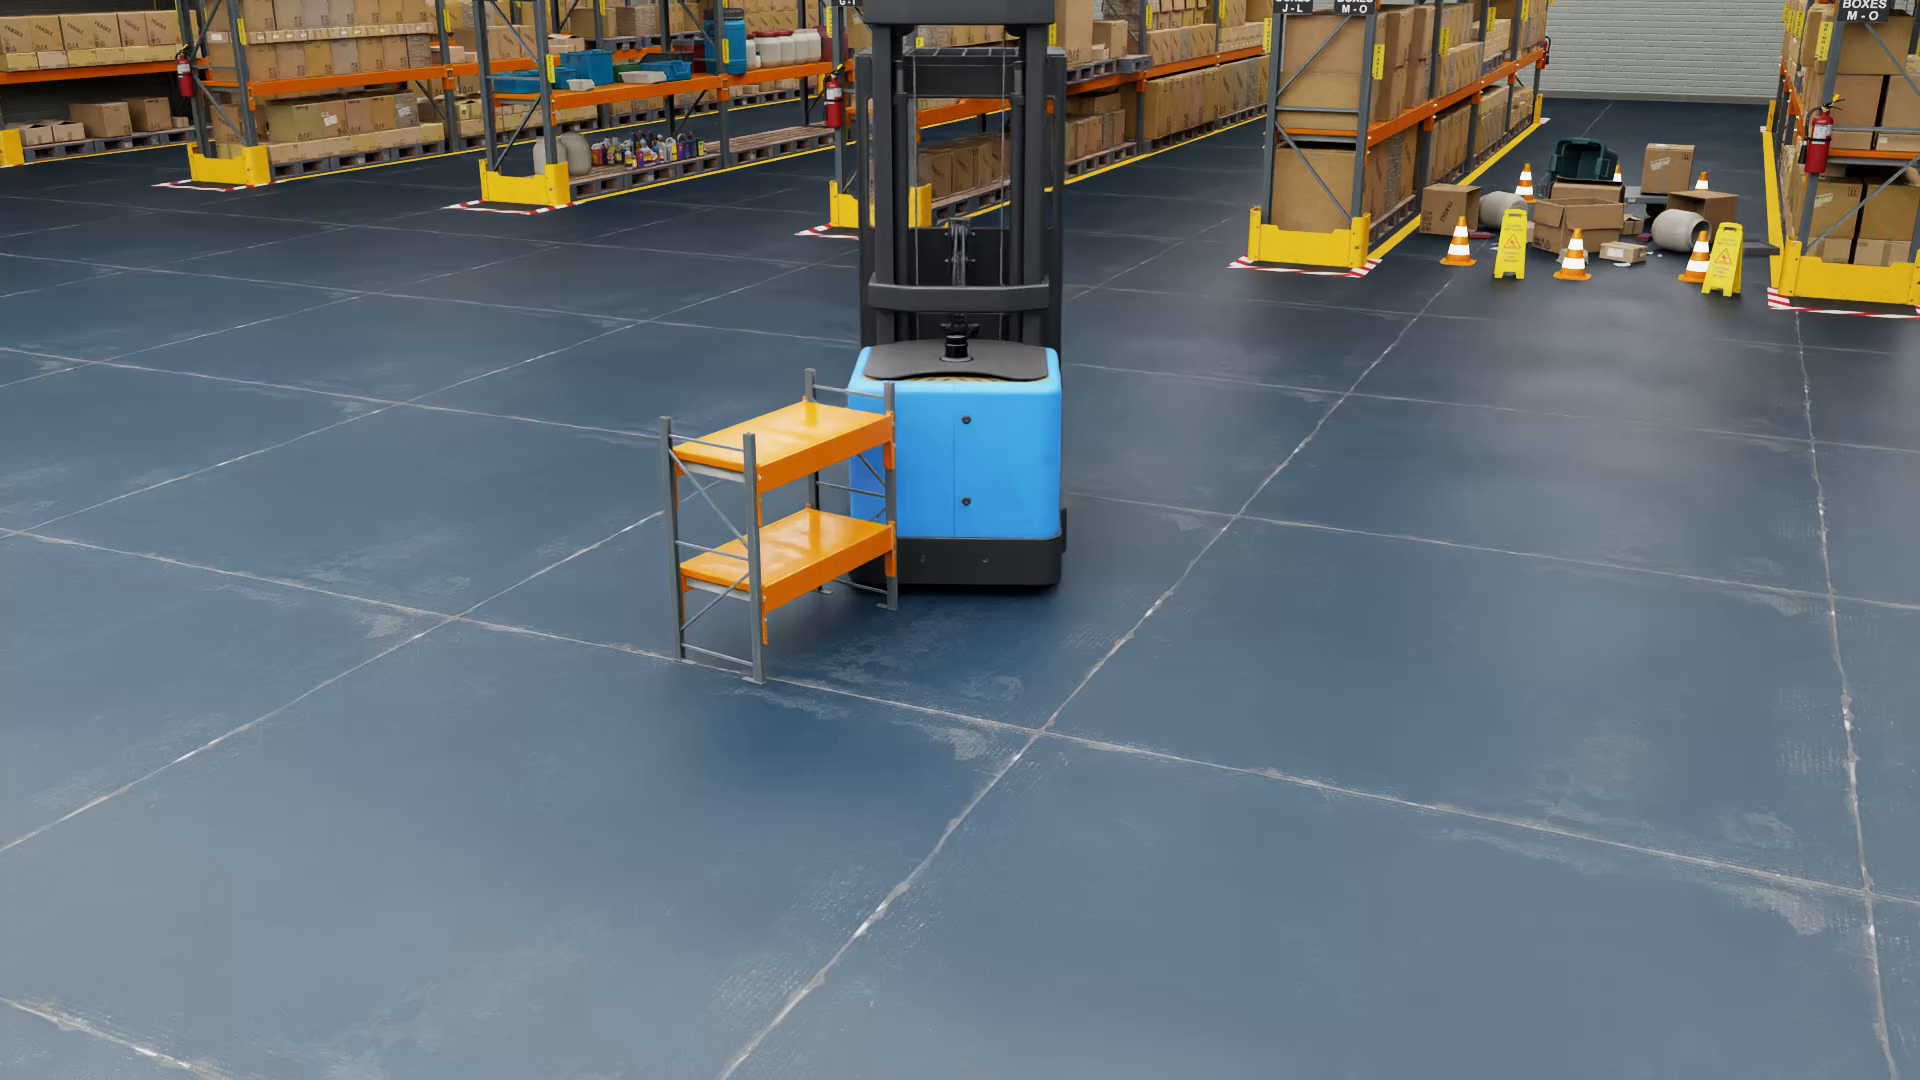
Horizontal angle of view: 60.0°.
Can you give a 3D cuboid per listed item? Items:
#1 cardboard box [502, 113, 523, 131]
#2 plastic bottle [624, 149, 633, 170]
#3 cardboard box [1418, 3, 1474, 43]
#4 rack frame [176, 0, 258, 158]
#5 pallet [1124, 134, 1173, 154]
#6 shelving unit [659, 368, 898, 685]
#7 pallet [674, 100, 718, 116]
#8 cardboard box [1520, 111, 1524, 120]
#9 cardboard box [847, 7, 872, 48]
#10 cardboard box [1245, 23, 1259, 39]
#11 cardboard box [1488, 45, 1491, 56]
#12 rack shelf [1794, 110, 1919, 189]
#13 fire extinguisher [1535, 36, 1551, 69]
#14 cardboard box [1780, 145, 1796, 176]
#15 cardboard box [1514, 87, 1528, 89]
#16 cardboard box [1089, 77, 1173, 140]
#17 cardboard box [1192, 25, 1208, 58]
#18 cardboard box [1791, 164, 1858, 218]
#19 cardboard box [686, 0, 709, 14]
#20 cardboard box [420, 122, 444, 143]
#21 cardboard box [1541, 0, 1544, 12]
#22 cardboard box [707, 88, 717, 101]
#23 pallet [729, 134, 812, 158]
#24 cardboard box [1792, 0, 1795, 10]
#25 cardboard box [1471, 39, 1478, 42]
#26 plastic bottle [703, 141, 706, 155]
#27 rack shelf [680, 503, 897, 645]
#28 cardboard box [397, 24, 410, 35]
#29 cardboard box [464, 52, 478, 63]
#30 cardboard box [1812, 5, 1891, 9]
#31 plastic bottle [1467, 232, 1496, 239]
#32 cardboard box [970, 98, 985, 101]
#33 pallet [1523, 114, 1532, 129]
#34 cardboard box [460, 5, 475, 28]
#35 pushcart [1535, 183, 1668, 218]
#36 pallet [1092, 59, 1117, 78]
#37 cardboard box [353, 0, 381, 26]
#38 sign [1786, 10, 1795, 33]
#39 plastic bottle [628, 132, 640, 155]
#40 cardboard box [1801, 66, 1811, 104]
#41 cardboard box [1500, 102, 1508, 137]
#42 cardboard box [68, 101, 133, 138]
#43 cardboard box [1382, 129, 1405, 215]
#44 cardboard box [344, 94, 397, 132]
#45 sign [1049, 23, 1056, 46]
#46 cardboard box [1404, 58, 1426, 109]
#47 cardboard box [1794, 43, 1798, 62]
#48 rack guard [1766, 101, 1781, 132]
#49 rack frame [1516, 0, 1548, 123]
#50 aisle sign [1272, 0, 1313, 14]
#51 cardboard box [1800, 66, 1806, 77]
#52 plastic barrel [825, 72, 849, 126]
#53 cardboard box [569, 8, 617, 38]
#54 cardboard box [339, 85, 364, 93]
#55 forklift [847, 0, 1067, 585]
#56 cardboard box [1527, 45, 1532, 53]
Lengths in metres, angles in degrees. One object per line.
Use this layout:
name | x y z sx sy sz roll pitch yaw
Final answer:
cardboard box | -7.525 -6.864 27.270 0.500 0.250 0.500 8 21 21
plastic bottle | -4.430 -5.087 22.212 0.097 0.271 0.097 0 20 0
cardboard box | 6.629 -7.091 22.789 0.700 0.500 0.500 8 21 22
rack frame | -9.974 -6.335 22.305 1.000 3.000 0.127 9 21 23
pallet | 2.730 -6.337 26.472 1.003 0.211 1.213 9 21 23
shelving unit | -0.790 -0.094 7.553 0.538 1.125 1.048 12 23 30
pallet | -5.358 -8.435 32.373 1.003 0.211 1.213 9 21 23
cardboard box | 9.606 -7.413 28.964 0.380 0.149 0.250 9 21 24
cardboard box | -0.938 -5.835 18.813 0.500 0.500 0.500 9 21 23
cardboard box | 5.241 -9.440 30.815 0.500 0.250 0.500 8 21 21
cardboard box | 7.625 -7.226 24.559 0.380 0.149 0.250 9 22 24
rack shelf | 8.922 -3.887 16.495 1.077 0.370 4.000 9 21 23
fire extinguisher | 10.622 -8.955 30.346 0.296 0.674 0.183 9 21 23
cardboard box | 11.139 -4.849 21.421 0.950 0.372 0.625 7 21 19
cardboard box | 9.957 -8.023 29.793 0.380 0.149 0.250 9 21 24
cardboard box | 2.640 -6.825 26.227 1.225 0.875 0.875 8 21 20
cardboard box | 3.825 -8.359 27.847 0.500 0.500 0.500 9 22 24
cardboard box | 8.617 -3.464 16.591 0.500 0.500 0.500 8 21 21
cardboard box | -5.089 -10.711 32.970 0.500 0.500 0.500 9 21 23
cardboard box | -8.326 -6.288 25.650 0.500 0.250 0.500 9 21 23
cardboard box | 9.930 -9.483 29.073 0.500 0.500 0.500 8 21 21
cardboard box | -5.001 -8.842 32.430 0.500 0.500 0.500 8 21 22
pallet | -3.034 -6.183 26.038 1.003 0.211 1.213 9 21 23
cardboard box | 13.374 -8.294 26.173 0.500 0.500 0.500 9 21 23
cardboard box | 7.203 -7.048 23.615 0.380 0.149 0.250 10 22 25
plastic bottle | -3.683 -5.612 23.792 0.097 0.201 0.097 0 20 0
rack shelf | -0.790 0.137 7.635 0.538 0.278 1.000 12 23 30
cardboard box | -8.460 -7.642 24.863 0.380 0.149 0.250 8 21 21
cardboard box | -7.787 -7.682 26.468 0.380 0.149 0.250 9 21 23
cardboard box | 9.134 -5.238 17.135 0.700 0.500 0.500 9 21 23
plastic bottle | 5.745 -3.355 18.313 0.283 0.061 0.133 1 20 4
cardboard box | 0.099 -5.356 19.926 0.380 0.149 0.250 9 21 23
pallet | 9.702 -7.573 29.949 1.003 0.211 1.213 9 21 23
cardboard box | -9.953 -10.393 33.093 0.500 0.500 0.500 9 21 23
pushcart | 7.641 -3.899 19.370 1.648 0.377 0.936 1 20 4
pallet | 1.565 -6.719 23.671 1.003 0.211 1.213 9 21 23
cardboard box | -8.923 -7.772 24.260 0.700 0.500 0.500 9 21 23
sign | 12.510 -7.804 25.025 0.100 0.325 0.005 9 21 23
plastic bottle | -4.605 -5.588 23.503 0.144 0.351 0.185 8 21 20
cardboard box | 9.307 -4.928 17.757 0.500 0.500 0.500 8 21 23
cardboard box | 8.387 -6.690 26.409 0.500 0.500 0.500 8 21 22
cardboard box | -13.550 -6.634 26.219 0.700 0.500 0.500 7 21 19
cardboard box | 4.497 -4.224 18.913 0.875 0.875 0.875 9 21 23
cardboard box | -8.743 -6.337 24.668 0.500 0.500 0.500 9 21 23
sign | 1.198 -6.533 21.570 0.100 0.325 0.005 9 21 23
cardboard box | 4.839 -5.271 19.089 0.875 0.550 0.550 9 21 23
cardboard box | 11.552 -6.565 22.430 0.500 0.250 0.500 8 21 21
rack guard | 14.665 -7.335 28.848 1.175 0.500 0.348 9 21 23
rack frame | 10.098 -9.154 30.232 1.000 3.000 0.127 9 21 23
aisle sign | 3.243 -5.507 16.098 0.394 0.787 0.004 9 21 23
cardboard box | 10.645 -5.825 20.621 0.380 0.149 0.250 9 21 23
plastic barrel | -1.996 -7.427 27.987 0.600 0.830 0.708 9 21 23
cardboard box | -6.543 -9.233 29.679 0.700 0.500 0.500 2 20 4
cardboard box | -11.466 -8.261 30.795 0.700 0.500 0.500 9 21 23
forklift | 0.011 -1.603 9.101 1.130 2.935 3.031 0 20 1
cardboard box | 9.779 -8.590 29.021 0.380 0.149 0.250 8 21 20
